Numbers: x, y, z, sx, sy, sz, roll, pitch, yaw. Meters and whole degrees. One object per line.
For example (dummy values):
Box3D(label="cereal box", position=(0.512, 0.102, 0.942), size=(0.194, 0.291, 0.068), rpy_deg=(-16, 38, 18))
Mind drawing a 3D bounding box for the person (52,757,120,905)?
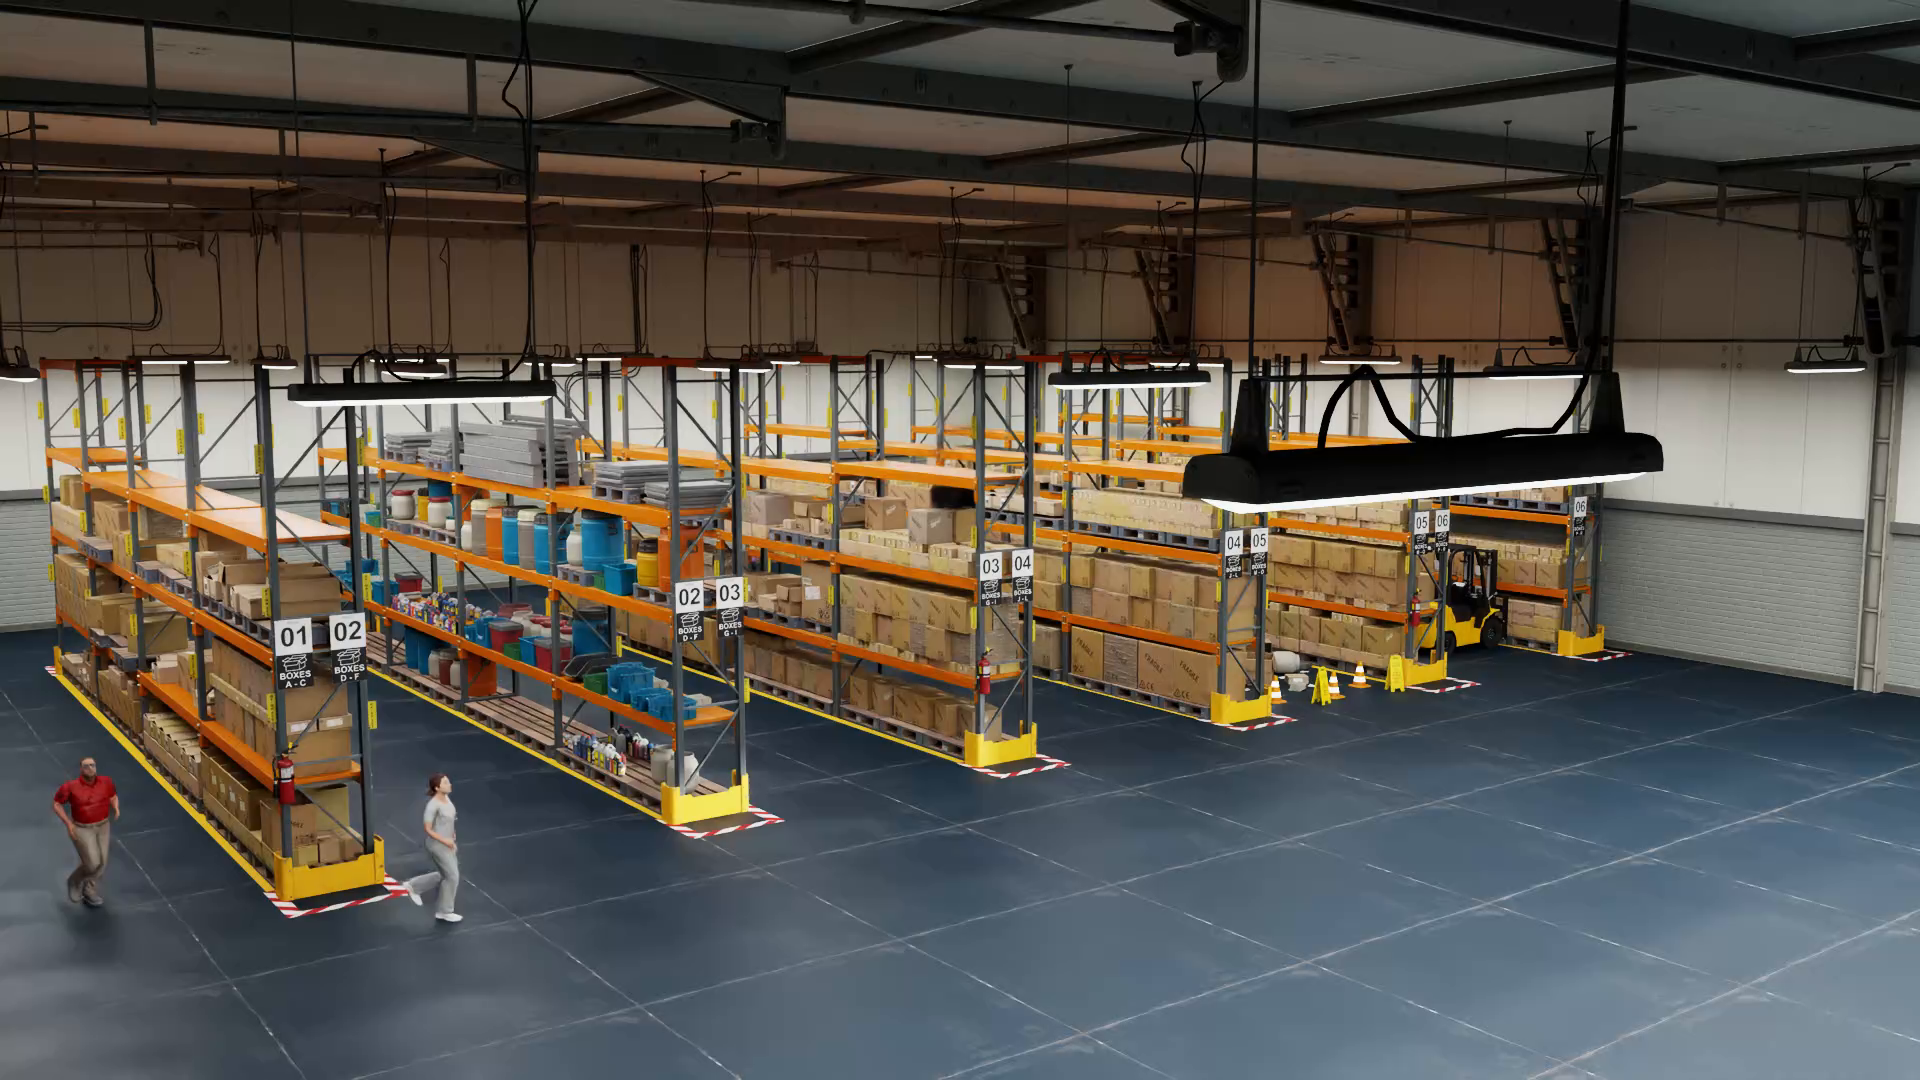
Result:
Box3D(label="person", position=(-9.704, 3.261, 18.633), size=(0.608, 1.694, 0.645), rpy_deg=(5, 8, 36))

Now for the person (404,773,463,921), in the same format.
Box3D(label="person", position=(-5.772, 3.349, 18.196), size=(0.654, 1.656, 0.579), rpy_deg=(0, 7, 2))

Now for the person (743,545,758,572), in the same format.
Box3D(label="person", position=(-5.186, 0.572, 41.590), size=(0.755, 1.596, 0.564), rpy_deg=(-2, 7, -16))
